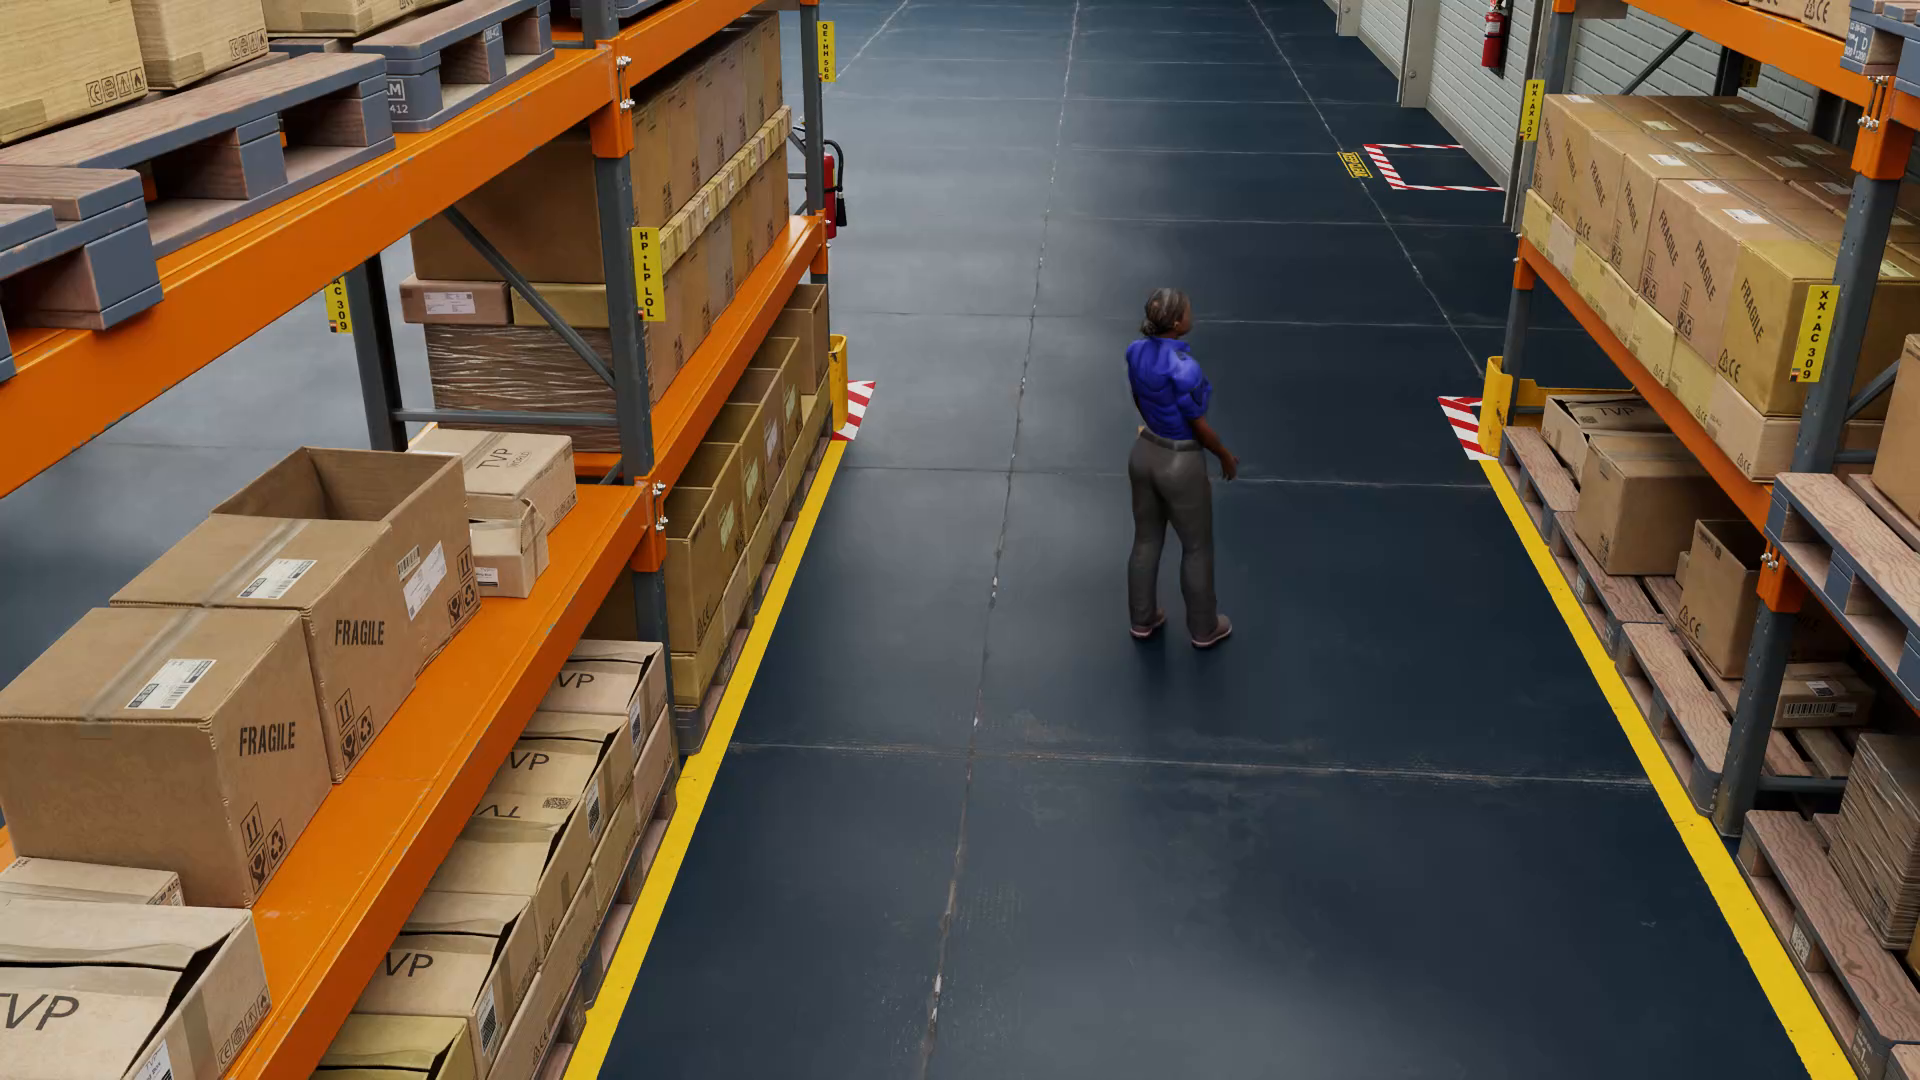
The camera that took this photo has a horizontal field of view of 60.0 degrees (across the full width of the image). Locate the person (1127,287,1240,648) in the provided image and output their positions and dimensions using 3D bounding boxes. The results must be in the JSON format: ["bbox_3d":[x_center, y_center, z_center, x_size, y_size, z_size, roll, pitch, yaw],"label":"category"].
[{"bbox_3d":[0.966,-0.331,7.312,0.498,1.657,0.489,-17,30,-32],"label":"person"}]
